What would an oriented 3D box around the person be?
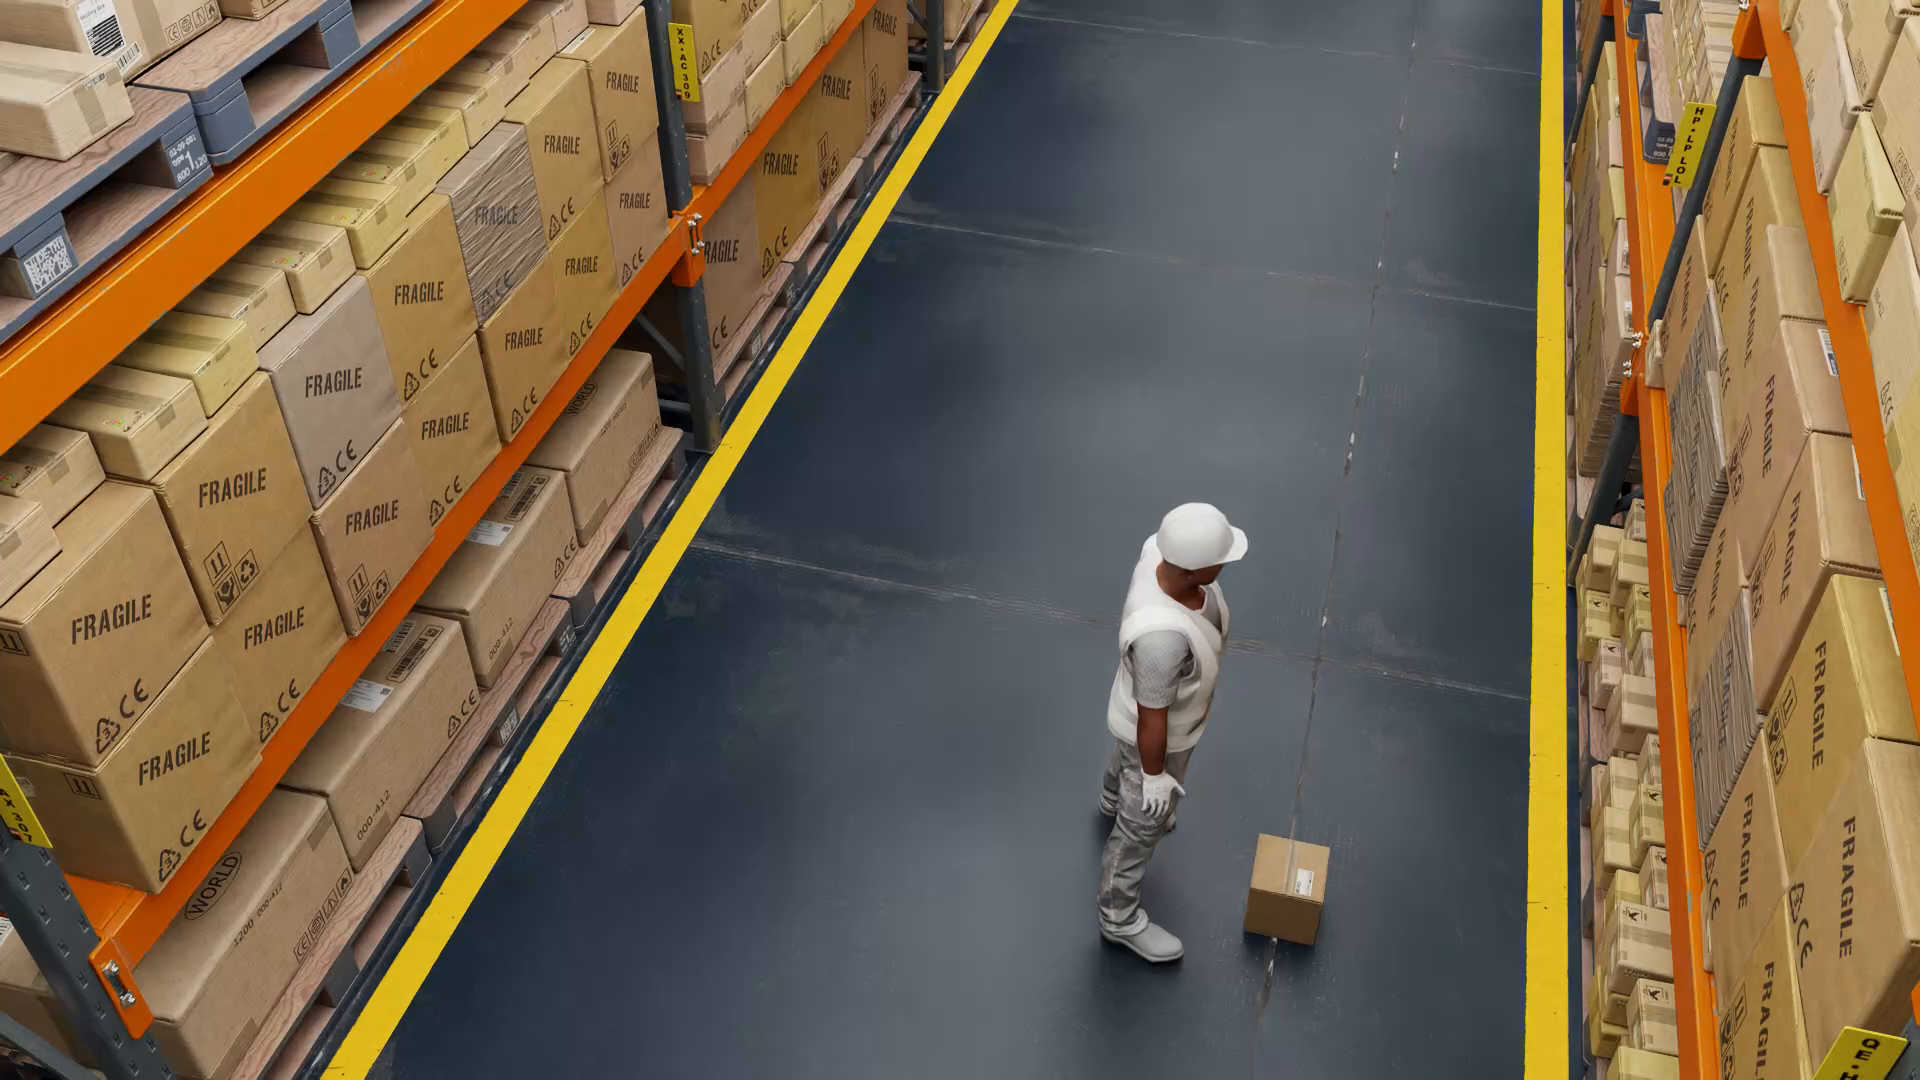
[{"bbox_3d":[0.652,0.566,5.491,0.428,1.788,0.708,10,42,12],"label":"person"}]
